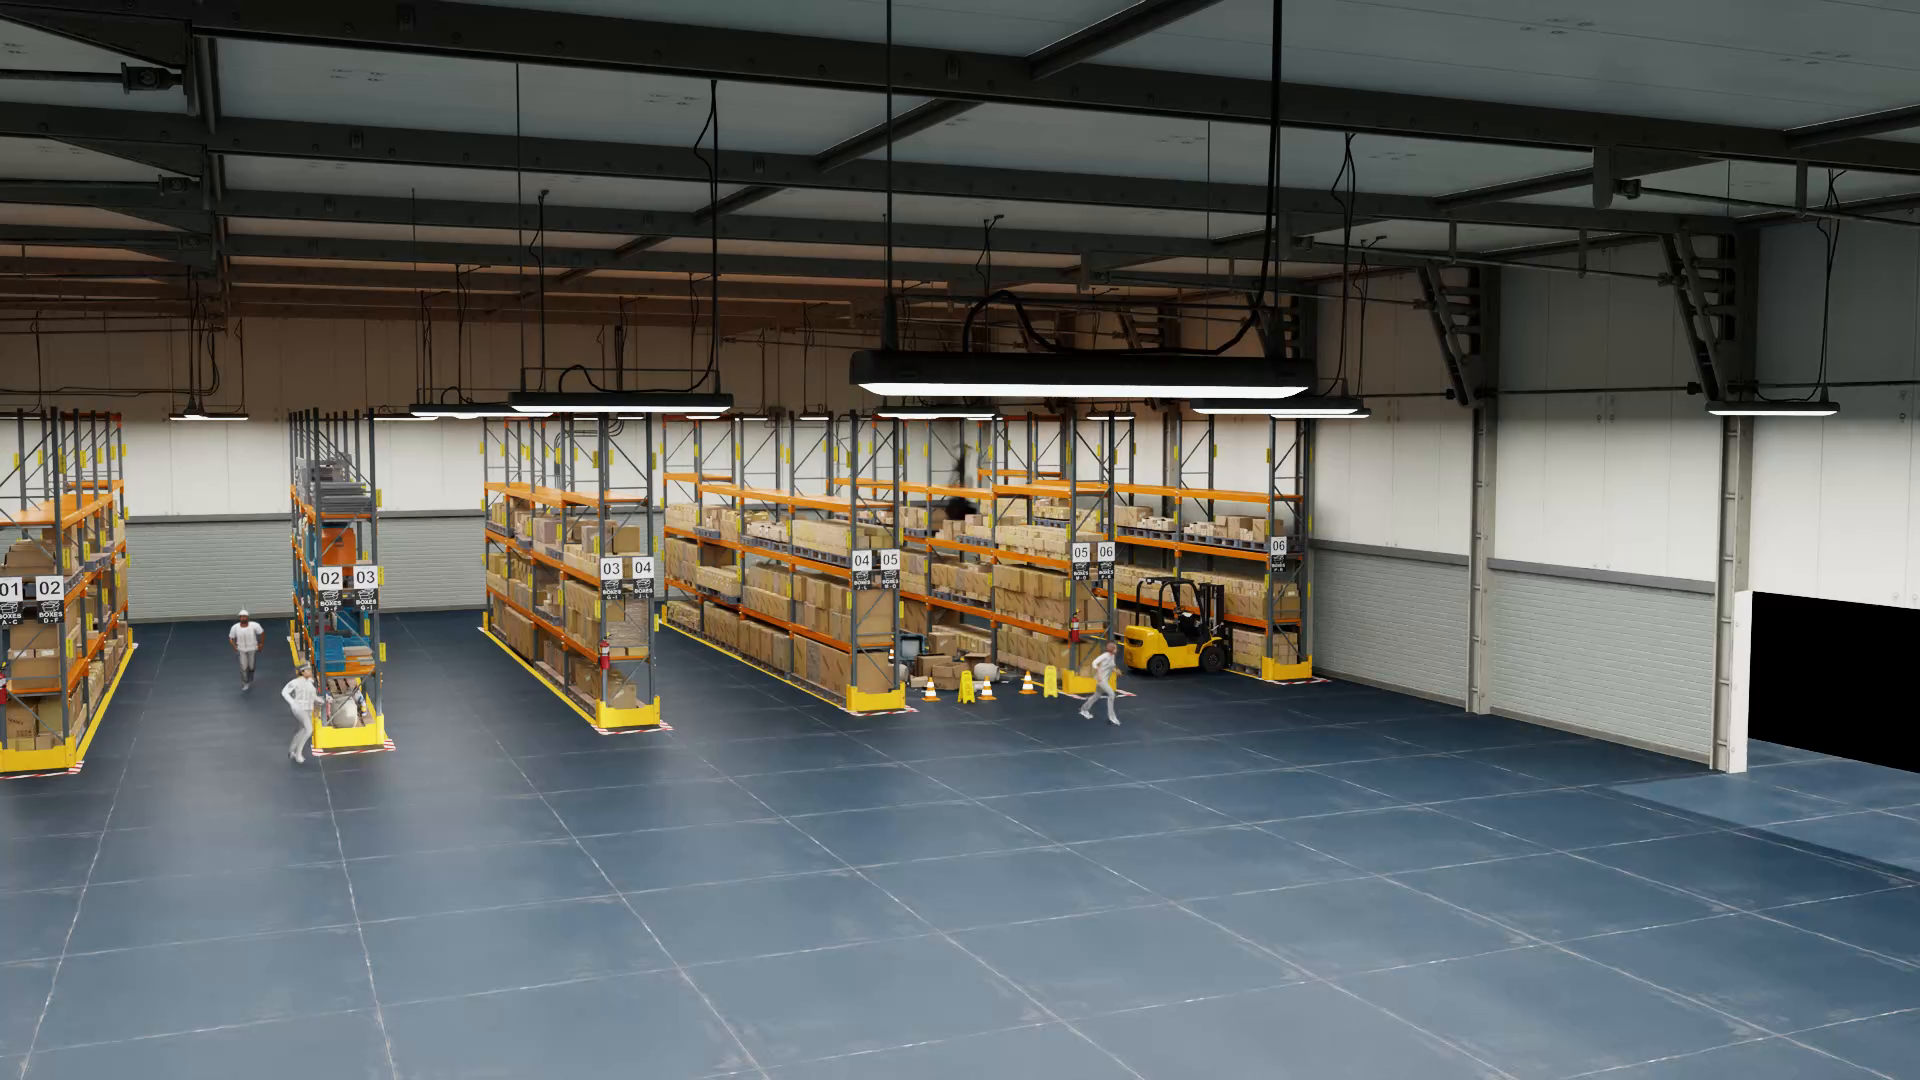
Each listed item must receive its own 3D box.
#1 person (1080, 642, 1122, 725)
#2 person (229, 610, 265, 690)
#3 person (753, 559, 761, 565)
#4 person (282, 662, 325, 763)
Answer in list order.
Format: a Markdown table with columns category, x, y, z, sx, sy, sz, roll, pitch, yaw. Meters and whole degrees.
| category | x | y | z | sx | sy | sz | roll | pitch | yaw |
| --- | --- | --- | --- | --- | --- | --- | --- | --- | --- |
| person | 2.682 | 2.721 | 31.796 | 0.857 | 1.579 | 0.531 | 2 | 4 | 26 |
| person | -15.334 | 2.363 | 35.753 | 0.713 | 1.730 | 0.661 | -1 | 4 | -18 |
| person | -6.154 | 1.375 | 50.433 | 0.653 | 1.619 | 0.586 | -3 | 5 | -40 |
| person | -11.157 | 2.921 | 28.298 | 0.670 | 1.697 | 0.599 | 1 | 4 | 18 |
